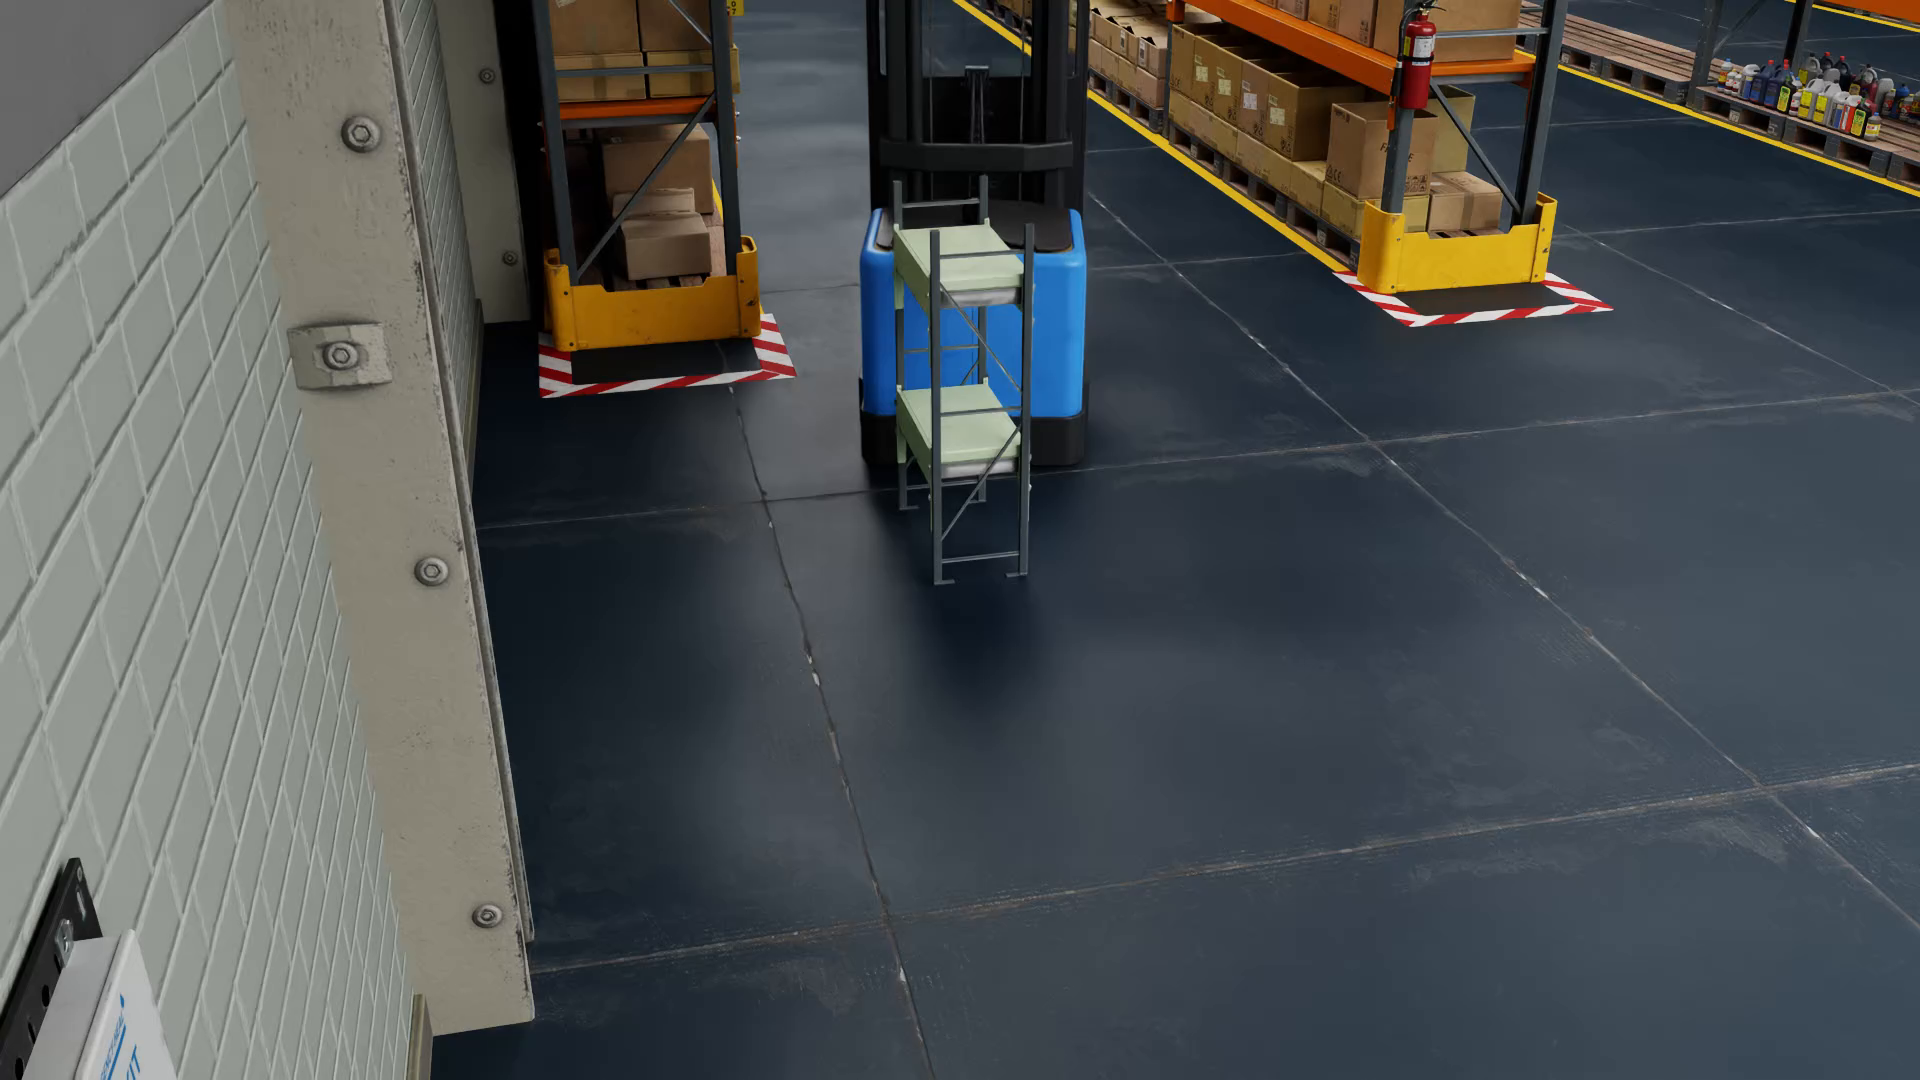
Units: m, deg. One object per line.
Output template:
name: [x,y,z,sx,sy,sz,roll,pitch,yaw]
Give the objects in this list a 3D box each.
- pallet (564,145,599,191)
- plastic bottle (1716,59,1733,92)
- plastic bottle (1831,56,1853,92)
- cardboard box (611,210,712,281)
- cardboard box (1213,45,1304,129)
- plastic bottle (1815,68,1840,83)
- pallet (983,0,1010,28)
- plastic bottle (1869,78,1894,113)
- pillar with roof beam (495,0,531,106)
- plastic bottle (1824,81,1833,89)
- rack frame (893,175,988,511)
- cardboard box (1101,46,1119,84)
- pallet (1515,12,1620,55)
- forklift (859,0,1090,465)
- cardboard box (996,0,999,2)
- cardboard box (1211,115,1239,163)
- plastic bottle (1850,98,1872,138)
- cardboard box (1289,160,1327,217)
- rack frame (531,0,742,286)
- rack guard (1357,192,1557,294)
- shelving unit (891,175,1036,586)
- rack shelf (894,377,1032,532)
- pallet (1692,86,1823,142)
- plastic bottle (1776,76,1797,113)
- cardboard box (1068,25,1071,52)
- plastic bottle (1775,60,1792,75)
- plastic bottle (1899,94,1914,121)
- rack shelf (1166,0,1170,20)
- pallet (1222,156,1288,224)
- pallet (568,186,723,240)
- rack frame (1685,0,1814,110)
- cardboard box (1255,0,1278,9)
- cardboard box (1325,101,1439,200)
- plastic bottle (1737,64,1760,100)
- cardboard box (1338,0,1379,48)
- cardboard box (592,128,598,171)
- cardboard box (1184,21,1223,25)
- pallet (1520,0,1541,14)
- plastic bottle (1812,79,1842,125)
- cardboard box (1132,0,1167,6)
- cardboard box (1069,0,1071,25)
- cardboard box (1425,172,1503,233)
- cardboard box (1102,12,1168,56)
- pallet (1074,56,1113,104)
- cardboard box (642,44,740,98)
pallet: [-2.443,-2.713,12.392,1.003,0.211,1.213,-6,27,-12]
plastic bottle: [6.668,-4.050,14.484,0.097,0.271,0.097,0,27,0]
plastic bottle: [7.492,-3.932,14.162,0.144,0.351,0.185,-7,28,-14]
cardboard box: [-1.796,-1.803,9.988,0.500,0.311,0.500,-9,28,-17]
cardboard box: [2.221,-3.375,12.360,0.500,0.500,0.500,-6,27,-12]
plastic bottle: [7.354,-3.872,14.128,0.152,0.276,0.135,-6,27,-12]
pallet: [0.892,-6.131,19.164,1.003,0.211,1.213,-6,27,-12]
plastic bottle: [7.598,-3.685,13.756,0.152,0.276,0.135,-5,27,-11]
pillar with roof beam: [0.114,-8.462,14.029,9.100,9.000,0.400,-6,27,-12]
plastic bottle: [7.078,-3.596,13.580,0.152,0.276,0.135,-6,27,-12]
rack frame: [-0.081,-0.827,7.225,0.400,1.500,0.023,-6,27,-12]
cardboard box: [1.592,-4.314,15.053,0.500,0.250,0.500,-5,27,-10]
pallet: [6.258,-5.423,17.759,1.003,0.211,1.213,-6,27,-12]
forklift: [0.093,-2.279,8.512,1.130,2.935,3.031,1,27,1]
cardboard box: [0.615,-6.434,18.955,0.500,0.500,0.500,-7,28,-14]
cardboard box: [2.221,-3.040,12.529,0.500,0.250,0.500,-6,27,-12]
plastic bottle: [7.039,-3.295,12.975,0.061,0.283,0.133,-5,27,-10]
cardboard box: [2.565,-2.382,11.226,0.500,0.250,0.500,-6,27,-12]
rack frame: [-1.728,-2.494,8.861,1.000,3.000,0.127,-6,27,-12]
rack guard: [3.103,-1.872,10.404,1.175,0.500,0.348,-6,27,-12]
shelving unit: [0.002,-0.667,6.906,0.431,1.500,0.755,-6,27,-12]
rack shelf: [0.002,-0.376,7.053,0.431,0.370,0.720,-6,27,-12]
pallet: [7.134,-3.712,14.369,1.003,0.211,1.213,-6,27,-12]
plastic bottle: [6.840,-3.683,13.745,0.061,0.283,0.133,-5,27,-9]
cardboard box: [1.241,-4.990,16.393,0.500,0.250,0.500,-7,28,-13]
plastic bottle: [6.941,-3.888,14.075,0.144,0.351,0.185,-6,27,-12]
plastic bottle: [7.697,-3.512,13.497,0.097,0.201,0.097,0,27,0]
rack shelf: [1.746,-5.311,15.242,1.077,0.370,4.000,-6,27,-12]
pallet: [2.613,-2.619,12.205,1.003,0.211,1.213,-6,27,-12]
pallet: [-2.165,-2.177,11.329,1.003,0.211,1.213,-6,27,-12]
rack frame: [7.023,-5.256,14.334,1.000,3.000,0.127,-6,27,-12]
cardboard box: [2.537,-4.153,12.039,0.700,0.500,0.500,-6,27,-11]
cardboard box: [2.687,-2.498,10.624,0.500,0.500,0.500,-6,27,-12]
plastic bottle: [6.767,-3.913,14.207,0.152,0.276,0.135,-5,27,-10]
cardboard box: [2.882,-3.479,10.703,0.700,0.500,0.500,-5,27,-10]
cardboard box: [-2.356,-2.879,11.910,0.500,0.500,0.500,-8,28,-15]
cardboard box: [2.238,-4.392,14.585,0.500,0.311,0.500,-6,27,-12]
pallet: [5.903,-6.109,19.118,1.003,0.211,1.213,-6,27,-12]
plastic bottle: [6.981,-3.522,13.350,0.144,0.351,0.185,-5,27,-9]
cardboard box: [1.887,-5.066,15.922,0.500,0.311,0.500,-6,27,-12]
cardboard box: [1.253,-5.231,16.248,0.500,0.311,0.500,-7,28,-13]
cardboard box: [3.194,-2.216,10.897,0.500,0.250,0.500,-6,27,-12]
cardboard box: [1.592,-4.560,14.919,0.500,0.311,0.500,-6,27,-12]
pallet: [1.714,-4.366,15.665,1.003,0.211,1.213,-6,27,-12]
cardboard box: [-1.528,-2.682,9.379,0.500,0.250,0.500,-7,28,-13]
